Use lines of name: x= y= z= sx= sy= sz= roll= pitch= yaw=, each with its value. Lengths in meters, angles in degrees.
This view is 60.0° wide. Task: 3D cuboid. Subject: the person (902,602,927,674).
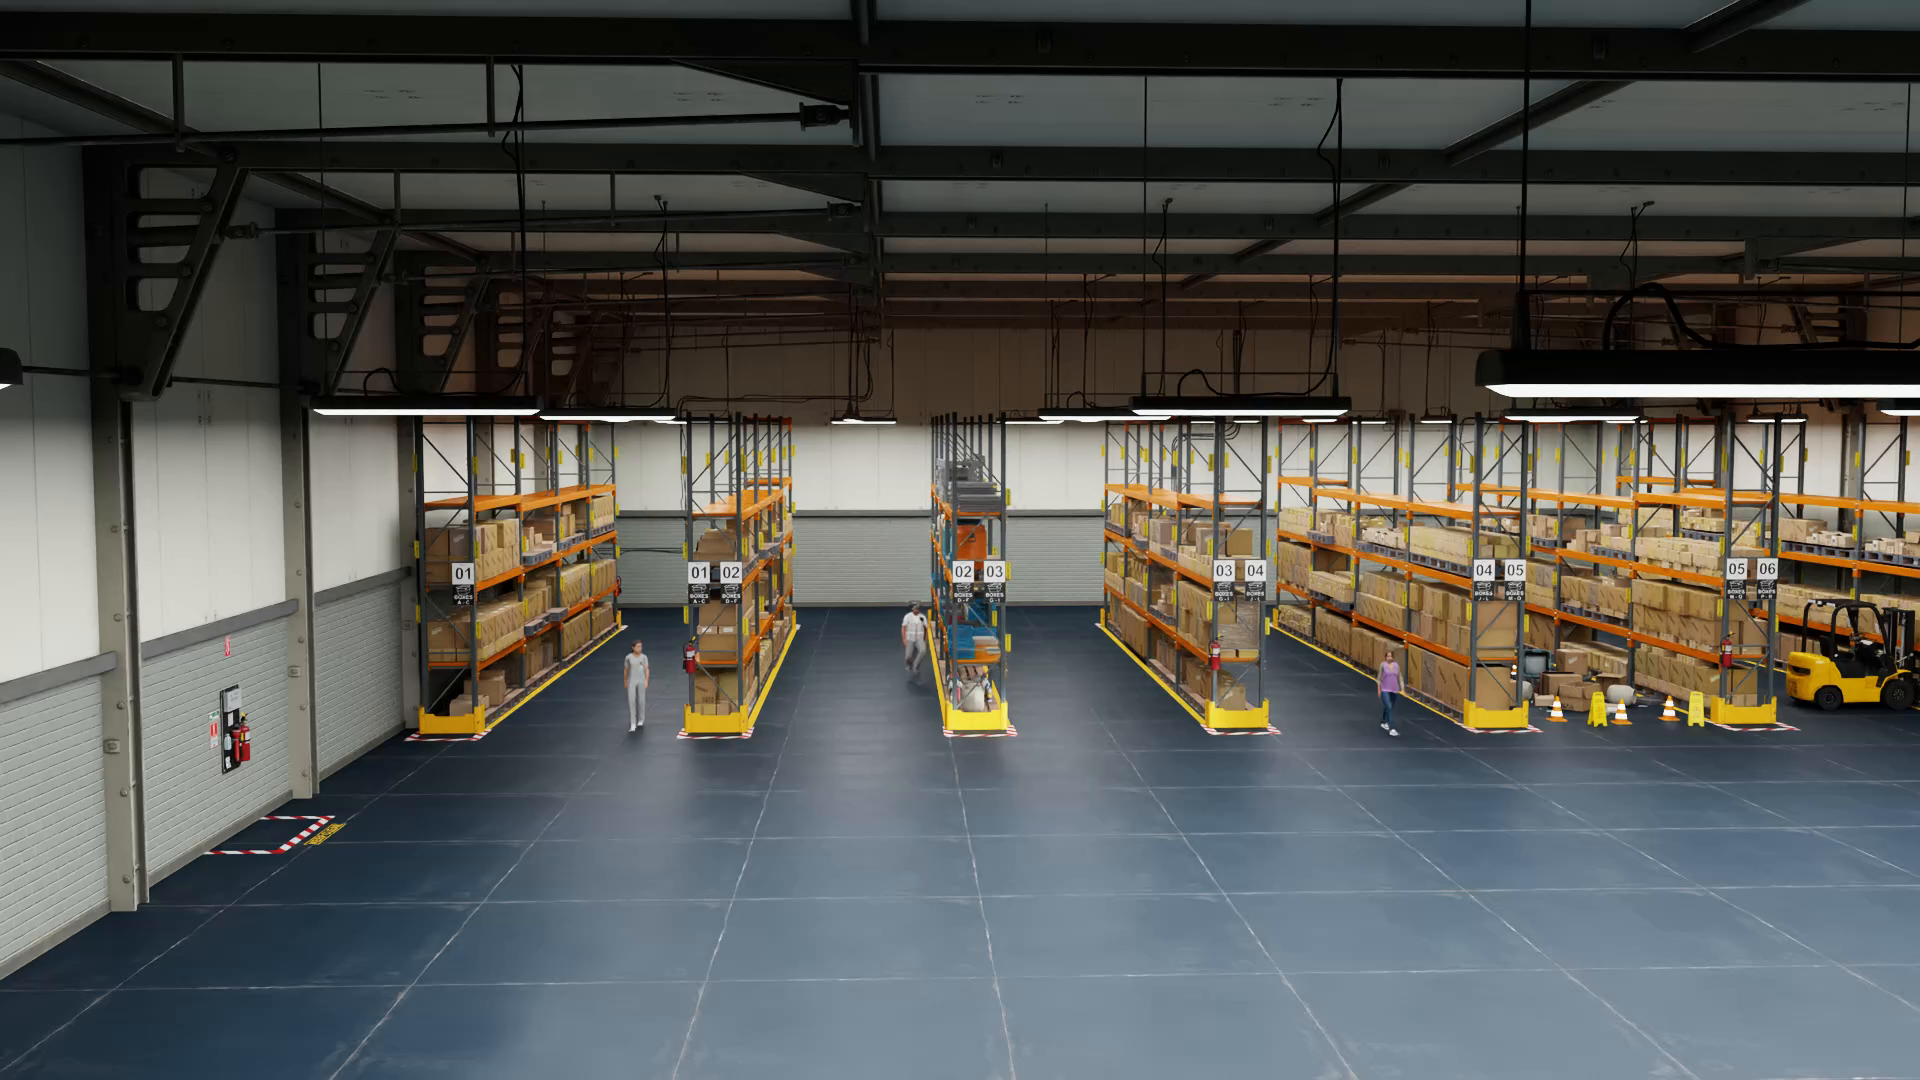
person: x=-1.002 y=2.172 z=37.207 sx=0.609 sy=1.563 sz=0.747 roll=-1 pitch=4 yaw=-11

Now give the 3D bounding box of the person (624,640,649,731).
person: x=-6.128 y=2.751 z=31.611 sx=0.465 sy=1.663 sz=0.741 roll=-1 pitch=4 yaw=-18

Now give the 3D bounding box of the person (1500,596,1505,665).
person: x=13.018 y=2.180 z=39.830 sx=0.521 sy=1.673 sz=0.480 roll=0 pitch=4 yaw=-2

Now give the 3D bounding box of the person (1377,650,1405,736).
person: x=8.024 y=2.814 z=30.956 sx=0.439 sy=1.548 sz=0.896 roll=-1 pitch=4 yaw=-9
